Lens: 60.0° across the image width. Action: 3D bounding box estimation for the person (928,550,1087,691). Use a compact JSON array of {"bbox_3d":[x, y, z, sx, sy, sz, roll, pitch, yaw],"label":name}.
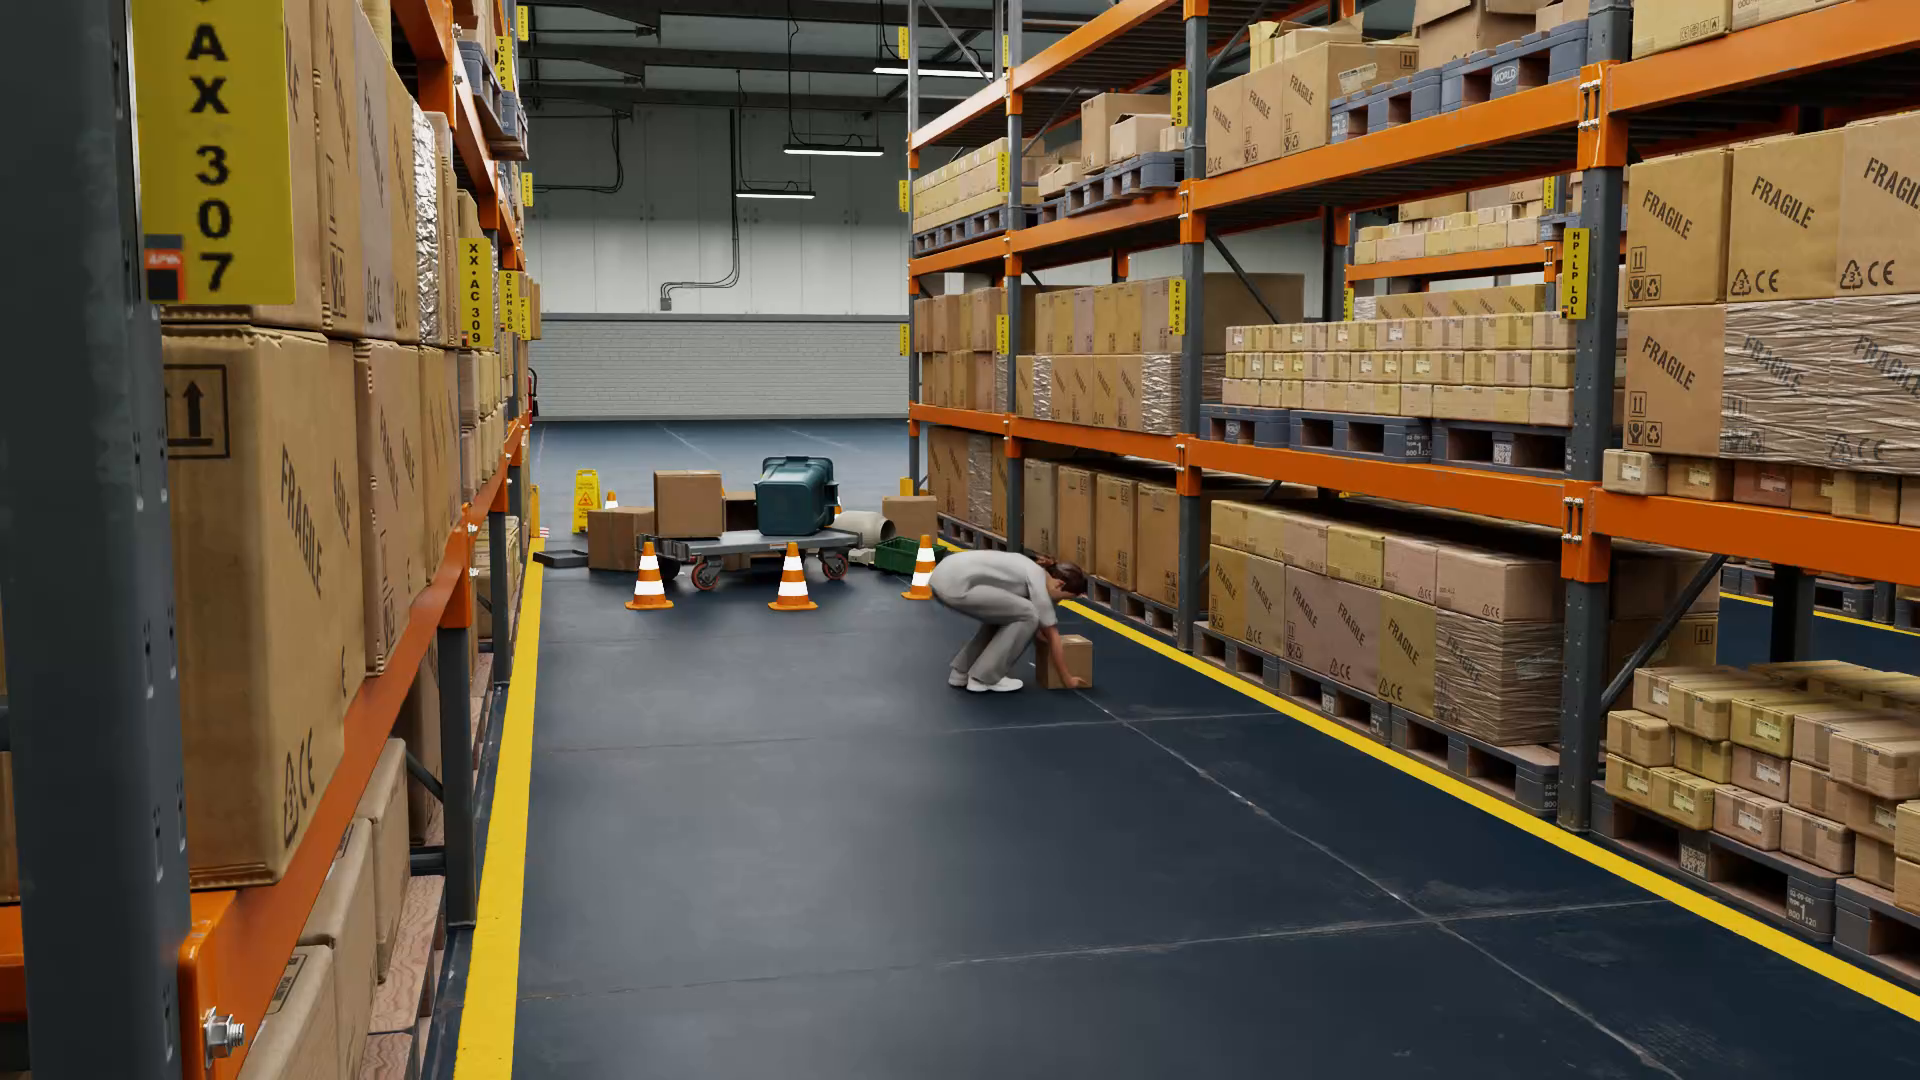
[{"bbox_3d":[0.258,0.439,9.008,0.867,0.774,0.459,-2,6,-15],"label":"person"}]
